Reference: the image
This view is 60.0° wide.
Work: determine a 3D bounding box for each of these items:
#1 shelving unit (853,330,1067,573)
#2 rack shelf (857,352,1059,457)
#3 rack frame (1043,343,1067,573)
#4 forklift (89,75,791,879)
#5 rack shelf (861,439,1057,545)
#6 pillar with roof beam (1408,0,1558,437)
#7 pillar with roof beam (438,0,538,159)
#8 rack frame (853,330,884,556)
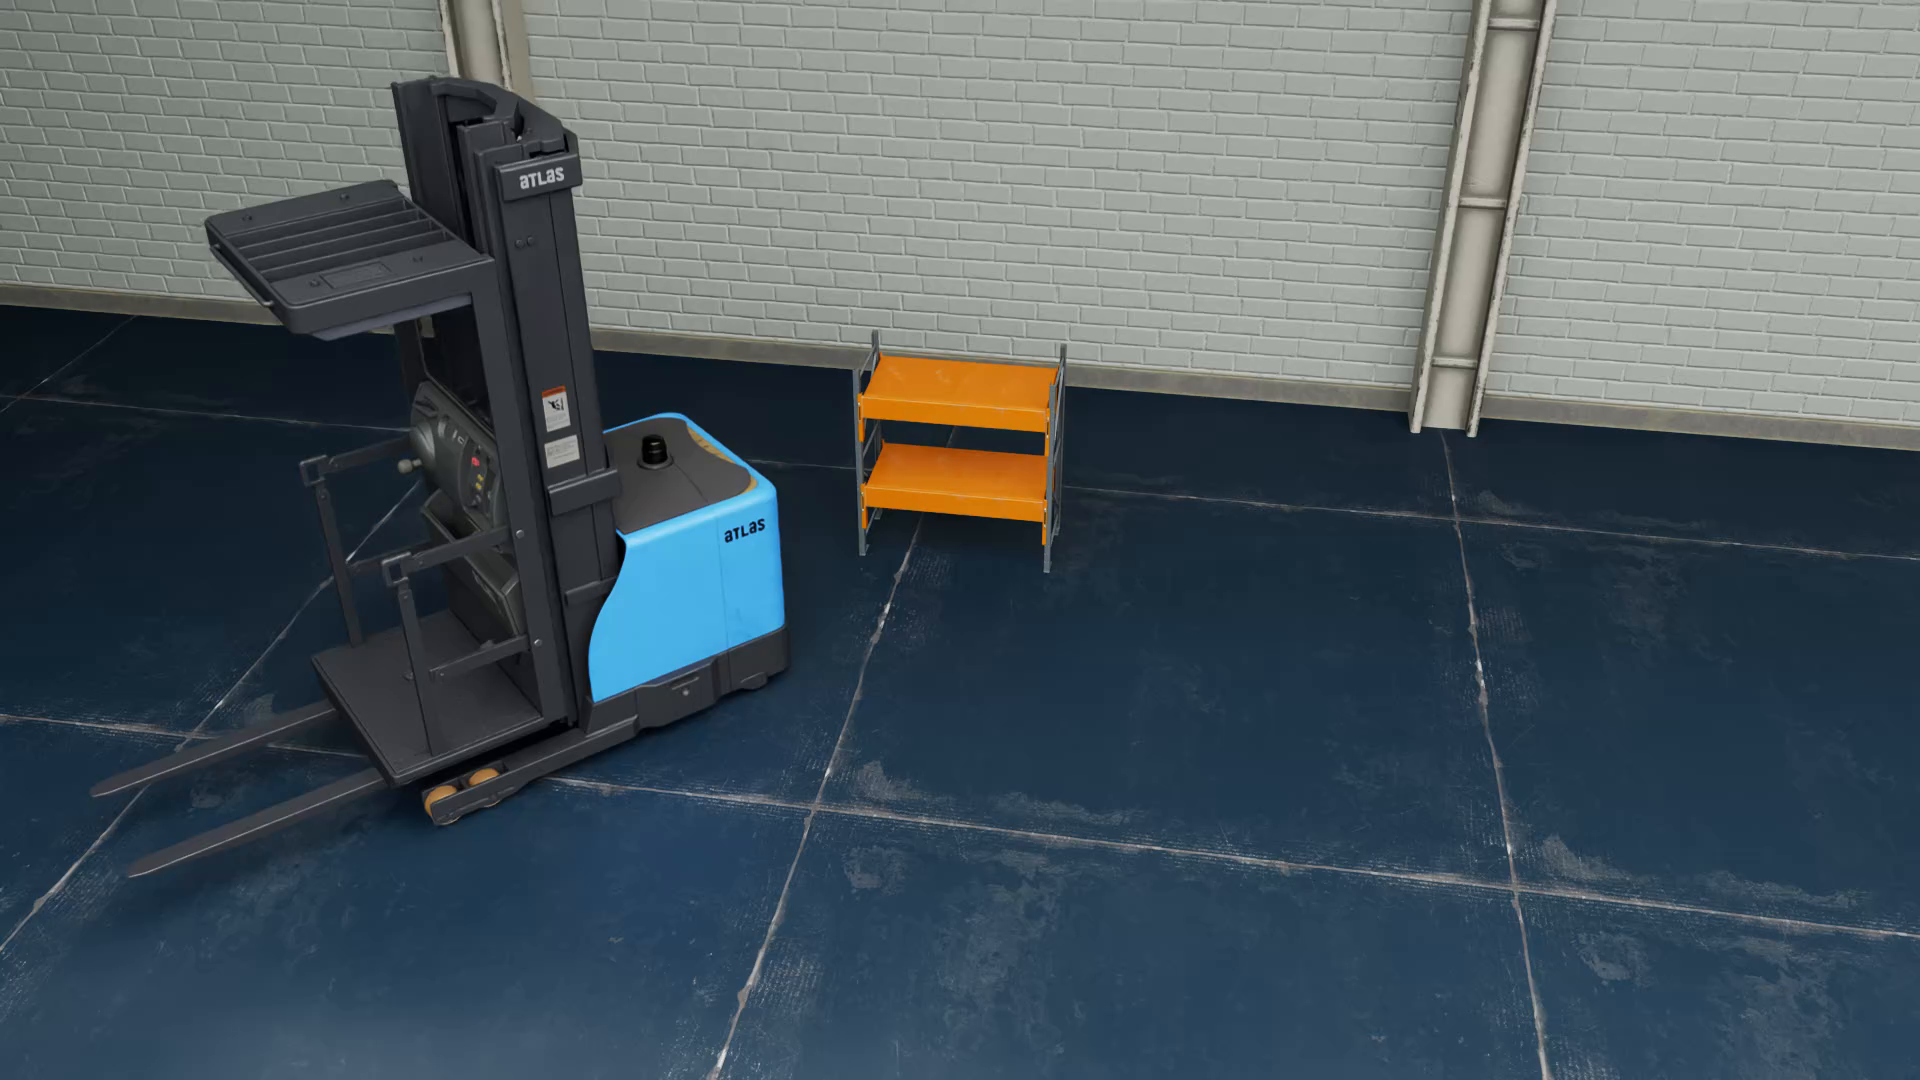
[{"bbox_3d":[0.007,-0.476,8.951,1.048,1.125,0.538,5,32,8],"label":"shelving unit"},{"bbox_3d":[0.007,-0.724,8.795,1.000,0.278,0.538,5,32,8],"label":"rack shelf"},{"bbox_3d":[0.508,-0.431,8.878,0.032,1.125,0.500,5,32,8],"label":"rack frame"},{"bbox_3d":[-2.316,-0.319,6.997,3.031,2.935,1.130,-21,38,-30],"label":"forklift"},{"bbox_3d":[0.007,-0.269,9.080,1.000,0.278,0.538,5,32,8],"label":"rack shelf"},{"bbox_3d":[2.293,-2.295,4.436,0.400,9.000,9.100,5,32,8],"label":"pillar with roof beam"},{"bbox_3d":[-3.621,-2.831,5.291,0.400,9.000,9.100,5,32,8],"label":"pillar with roof beam"},{"bbox_3d":[-0.494,-0.522,9.023,0.032,1.125,0.500,5,32,8],"label":"rack frame"}]
